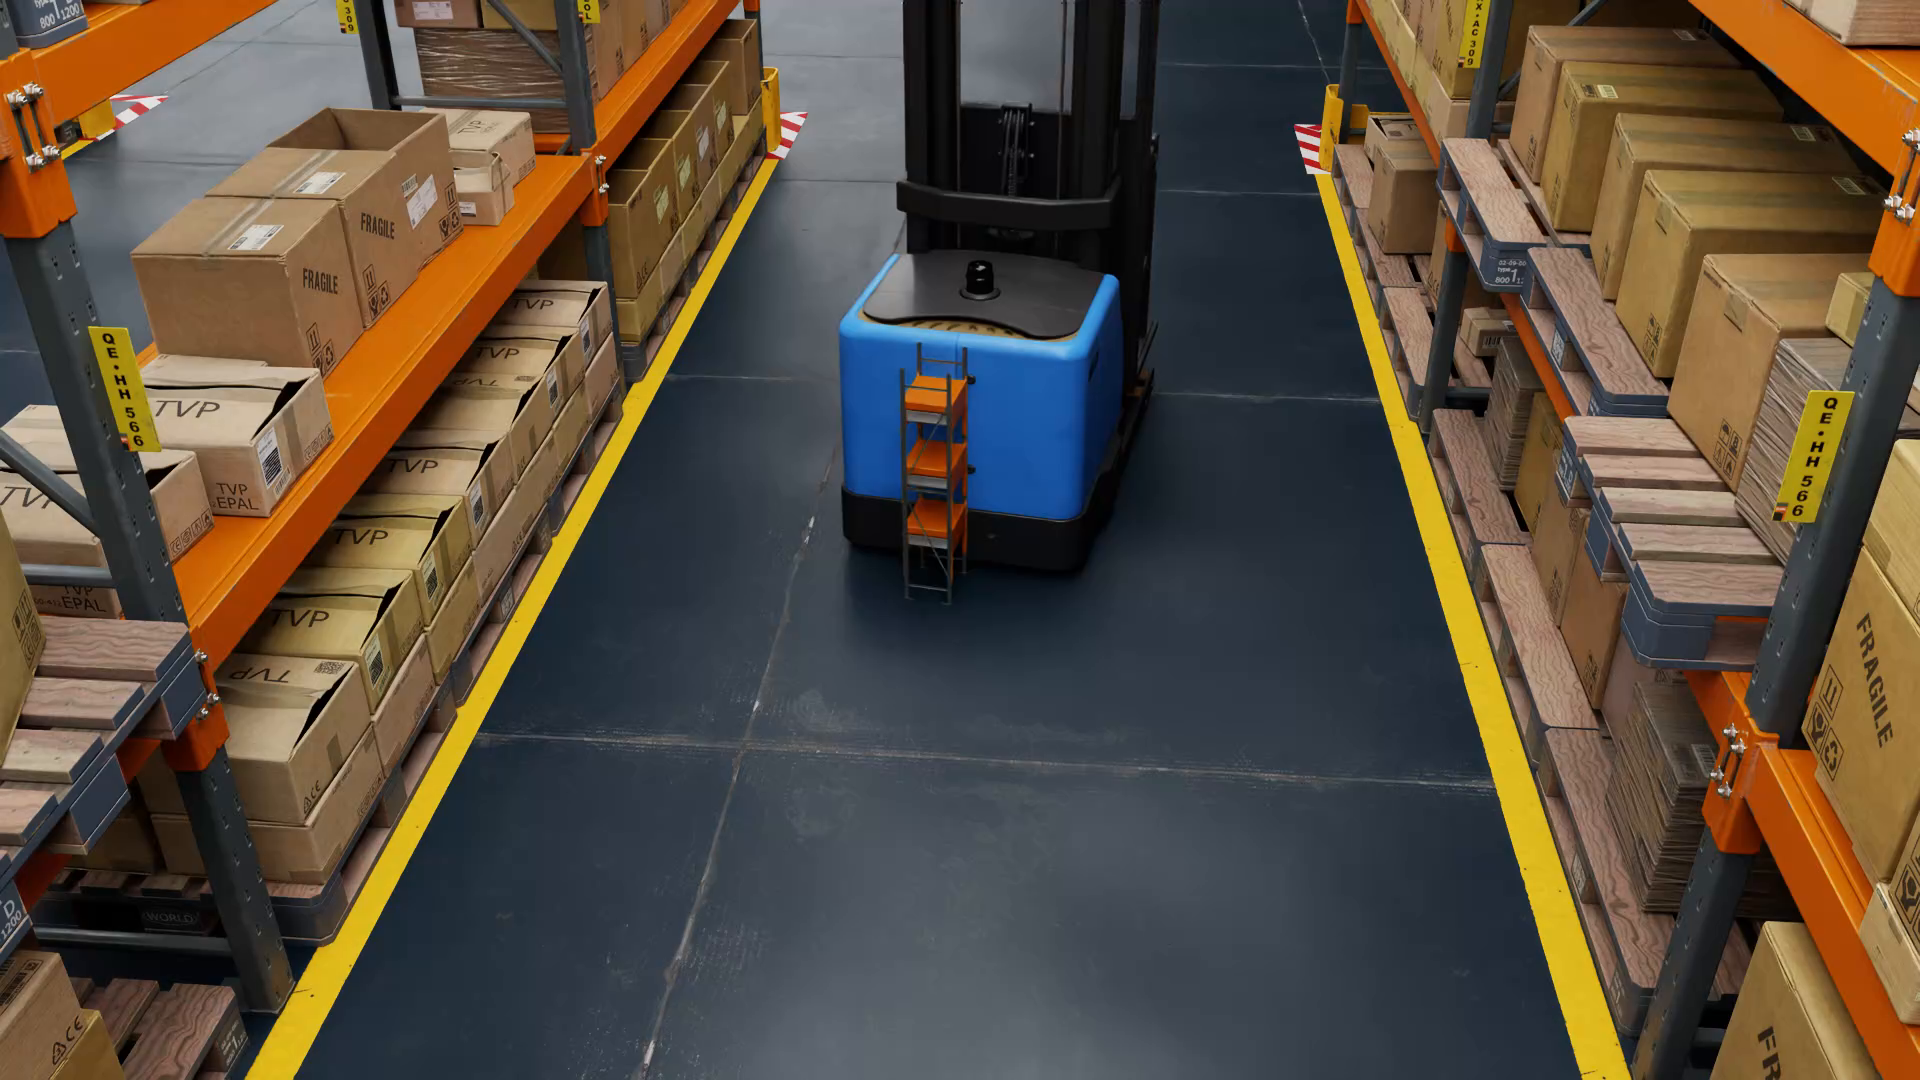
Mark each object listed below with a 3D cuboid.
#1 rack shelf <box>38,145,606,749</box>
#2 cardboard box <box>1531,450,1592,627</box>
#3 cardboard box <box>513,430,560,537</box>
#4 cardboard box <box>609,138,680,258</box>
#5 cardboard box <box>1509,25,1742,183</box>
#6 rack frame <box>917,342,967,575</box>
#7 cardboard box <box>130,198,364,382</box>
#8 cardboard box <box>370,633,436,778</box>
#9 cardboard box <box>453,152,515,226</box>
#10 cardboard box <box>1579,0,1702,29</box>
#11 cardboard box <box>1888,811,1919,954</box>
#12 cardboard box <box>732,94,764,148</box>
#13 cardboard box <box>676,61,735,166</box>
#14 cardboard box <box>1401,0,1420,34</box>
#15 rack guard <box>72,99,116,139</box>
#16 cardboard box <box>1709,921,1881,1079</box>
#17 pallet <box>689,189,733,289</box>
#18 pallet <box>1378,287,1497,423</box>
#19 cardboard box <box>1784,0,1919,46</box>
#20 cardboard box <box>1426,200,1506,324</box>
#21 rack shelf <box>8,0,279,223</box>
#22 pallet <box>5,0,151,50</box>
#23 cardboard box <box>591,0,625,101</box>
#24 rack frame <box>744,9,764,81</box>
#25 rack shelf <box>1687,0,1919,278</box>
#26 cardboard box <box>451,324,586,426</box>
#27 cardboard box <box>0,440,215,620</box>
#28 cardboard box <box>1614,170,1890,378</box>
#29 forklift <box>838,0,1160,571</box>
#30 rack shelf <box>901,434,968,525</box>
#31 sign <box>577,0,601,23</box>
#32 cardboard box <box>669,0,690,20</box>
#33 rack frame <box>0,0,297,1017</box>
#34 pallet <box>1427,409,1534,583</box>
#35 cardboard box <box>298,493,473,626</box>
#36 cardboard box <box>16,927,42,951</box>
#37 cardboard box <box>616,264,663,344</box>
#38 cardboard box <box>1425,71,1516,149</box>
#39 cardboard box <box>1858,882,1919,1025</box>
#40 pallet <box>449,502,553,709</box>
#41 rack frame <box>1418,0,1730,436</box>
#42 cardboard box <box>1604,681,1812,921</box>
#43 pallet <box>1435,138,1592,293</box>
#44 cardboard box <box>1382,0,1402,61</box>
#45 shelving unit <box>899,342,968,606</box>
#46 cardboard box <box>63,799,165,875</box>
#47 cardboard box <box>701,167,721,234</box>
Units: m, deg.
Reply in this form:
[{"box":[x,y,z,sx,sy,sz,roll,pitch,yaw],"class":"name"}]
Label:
[{"box":[-2.357,-0.652,6.134,1.077,0.370,4.000,2,32,4],"class":"rack shelf"},{"box":[2.627,0.006,6.345,0.700,0.500,0.500,3,32,5],"class":"cardboard box"},{"box":[-2.023,-0.251,7.019,0.500,0.250,0.500,3,32,5],"class":"cardboard box"},{"box":[-1.811,-1.822,8.854,0.500,0.500,0.500,2,32,4],"class":"cardboard box"},{"box":[2.668,-1.759,6.731,0.700,0.500,0.500,3,32,4],"class":"cardboard box"},{"box":[-0.071,-0.315,6.760,0.200,1.050,0.008,8,32,12],"class":"rack frame"},{"box":[-2.399,-0.833,5.647,0.500,0.500,0.500,1,32,1],"class":"cardboard box"},{"box":[-2.144,0.555,5.710,0.500,0.250,0.500,2,32,3],"class":"cardboard box"},{"box":[-2.082,-1.479,6.919,0.396,0.266,0.258,2,32,3],"class":"cardboard box"},{"box":[2.990,-2.295,7.524,0.500,0.500,0.500,2,32,3],"class":"cardboard box"},{"box":[2.072,0.636,2.961,0.500,0.500,0.500,3,32,6],"class":"cardboard box"},{"box":[-1.617,-2.811,11.172,0.500,0.250,0.500,2,32,4],"class":"cardboard box"},{"box":[-1.682,-2.606,10.126,0.500,0.500,0.500,2,32,4],"class":"cardboard box"},{"box":[2.561,-2.843,8.413,0.500,0.500,0.500,2,32,3],"class":"cardboard box"},{"box":[-6.764,-3.203,11.971,1.175,0.500,0.348,2,32,4],"class":"rack guard"},{"box":[2.227,1.413,3.747,0.750,0.750,0.750,2,32,3],"class":"cardboard box"},{"box":[-1.991,-1.871,10.084,1.003,0.211,1.213,2,32,4],"class":"pallet"},{"box":[2.763,-0.960,8.606,1.003,0.211,1.213,2,32,4],"class":"pallet"},{"box":[2.208,-1.338,3.769,0.500,0.311,0.500,2,32,4],"class":"cardboard box"},{"box":[2.788,-1.462,8.726,0.500,0.500,0.500,0,32,0],"class":"cardboard box"},{"box":[-2.357,-1.929,5.347,1.077,0.370,4.000,2,32,4],"class":"rack shelf"},{"box":[-2.553,-1.468,4.093,1.213,0.211,1.003,4,32,6],"class":"pallet"},{"box":[-2.127,-2.555,8.441,0.700,0.500,0.500,2,32,3],"class":"cardboard box"},{"box":[-1.868,-4.095,11.037,1.000,3.000,0.127,2,32,4],"class":"rack frame"},{"box":[2.581,-1.719,5.007,1.077,0.370,4.000,2,32,4],"class":"rack shelf"},{"box":[-1.977,-0.754,7.301,0.500,0.311,0.500,3,32,5],"class":"cardboard box"},{"box":[-2.446,-0.063,4.578,0.500,0.311,0.500,4,32,7],"class":"cardboard box"},{"box":[2.526,-0.831,5.225,0.700,0.500,0.500,2,32,4],"class":"cardboard box"},{"box":[0.356,-1.883,7.512,1.130,2.935,3.031,8,32,12],"class":"forklift"},{"box":[-0.101,-0.244,6.665,0.215,0.259,0.240,8,32,12],"class":"rack shelf"},{"box":[-1.652,-2.445,7.330,0.100,0.325,0.005,2,32,4],"class":"sign"},{"box":[-2.003,-3.360,9.748,0.700,0.500,0.500,3,32,4],"class":"cardboard box"},{"box":[-2.519,0.088,4.249,1.000,3.000,0.127,2,32,4],"class":"rack frame"},{"box":[2.682,-0.200,7.373,1.003,0.211,1.213,2,32,4],"class":"pallet"},{"box":[-2.106,0.038,6.016,0.500,0.311,0.500,2,32,3],"class":"cardboard box"},{"box":[-2.841,1.190,4.423,0.500,0.500,0.500,4,32,6],"class":"cardboard box"},{"box":[-1.854,-1.242,8.626,0.500,0.250,0.500,2,32,4],"class":"cardboard box"},{"box":[2.480,-2.000,7.759,0.500,0.250,0.500,3,32,4],"class":"cardboard box"},{"box":[2.025,0.825,3.273,0.380,0.149,0.250,3,32,5],"class":"cardboard box"},{"box":[-2.312,0.210,6.708,1.003,0.211,1.213,2,32,4],"class":"pallet"},{"box":[2.744,-1.794,7.302,1.000,3.000,0.127,2,32,4],"class":"rack frame"},{"box":[2.425,0.796,5.063,0.700,0.500,0.500,3,32,5],"class":"cardboard box"},{"box":[2.537,-1.319,6.714,1.003,0.211,1.213,2,32,4],"class":"pallet"},{"box":[2.594,-2.786,9.036,0.500,0.250,0.500,3,32,4],"class":"cardboard box"},{"box":[-0.101,-0.253,6.659,0.215,1.050,0.252,8,32,12],"class":"shelving unit"},{"box":[-2.720,0.794,5.323,0.500,0.250,0.500,3,32,5],"class":"cardboard box"},{"box":[-1.727,-2.026,9.899,0.500,0.250,0.500,2,32,4],"class":"cardboard box"}]
